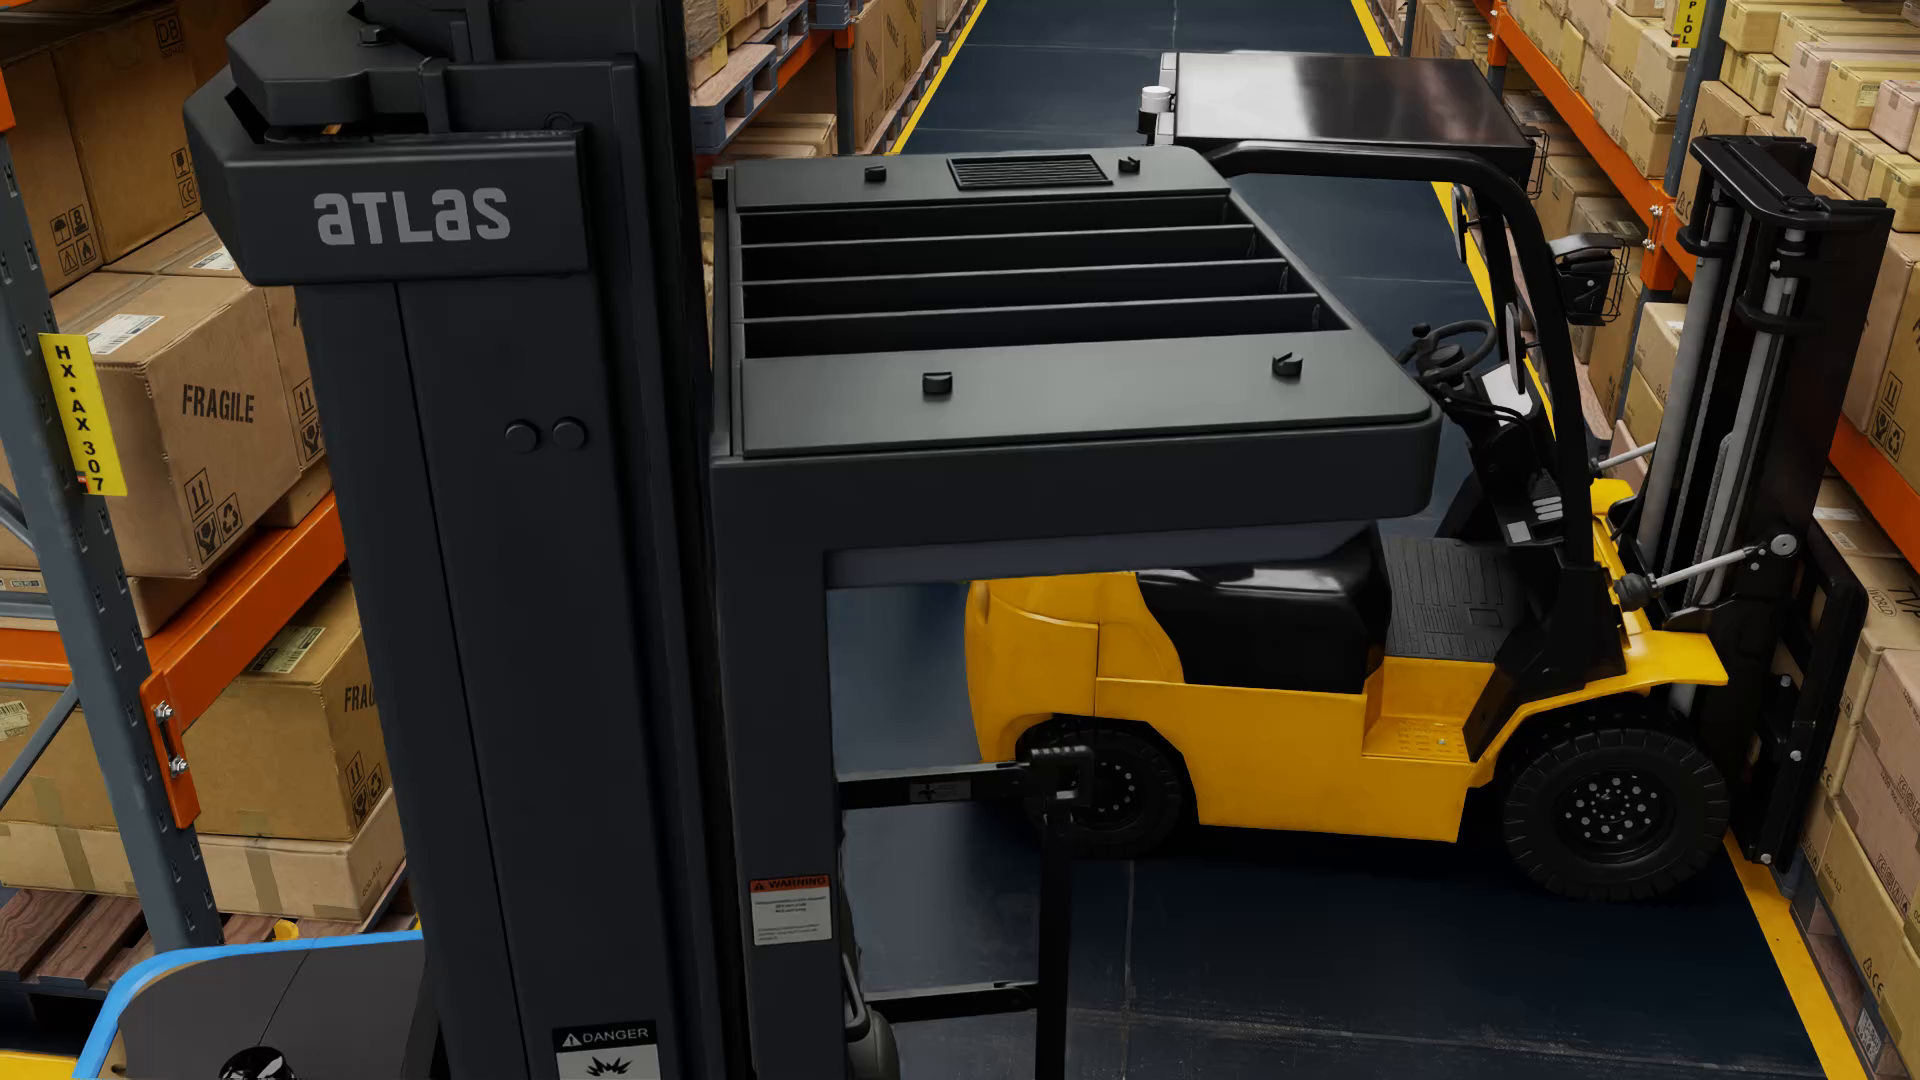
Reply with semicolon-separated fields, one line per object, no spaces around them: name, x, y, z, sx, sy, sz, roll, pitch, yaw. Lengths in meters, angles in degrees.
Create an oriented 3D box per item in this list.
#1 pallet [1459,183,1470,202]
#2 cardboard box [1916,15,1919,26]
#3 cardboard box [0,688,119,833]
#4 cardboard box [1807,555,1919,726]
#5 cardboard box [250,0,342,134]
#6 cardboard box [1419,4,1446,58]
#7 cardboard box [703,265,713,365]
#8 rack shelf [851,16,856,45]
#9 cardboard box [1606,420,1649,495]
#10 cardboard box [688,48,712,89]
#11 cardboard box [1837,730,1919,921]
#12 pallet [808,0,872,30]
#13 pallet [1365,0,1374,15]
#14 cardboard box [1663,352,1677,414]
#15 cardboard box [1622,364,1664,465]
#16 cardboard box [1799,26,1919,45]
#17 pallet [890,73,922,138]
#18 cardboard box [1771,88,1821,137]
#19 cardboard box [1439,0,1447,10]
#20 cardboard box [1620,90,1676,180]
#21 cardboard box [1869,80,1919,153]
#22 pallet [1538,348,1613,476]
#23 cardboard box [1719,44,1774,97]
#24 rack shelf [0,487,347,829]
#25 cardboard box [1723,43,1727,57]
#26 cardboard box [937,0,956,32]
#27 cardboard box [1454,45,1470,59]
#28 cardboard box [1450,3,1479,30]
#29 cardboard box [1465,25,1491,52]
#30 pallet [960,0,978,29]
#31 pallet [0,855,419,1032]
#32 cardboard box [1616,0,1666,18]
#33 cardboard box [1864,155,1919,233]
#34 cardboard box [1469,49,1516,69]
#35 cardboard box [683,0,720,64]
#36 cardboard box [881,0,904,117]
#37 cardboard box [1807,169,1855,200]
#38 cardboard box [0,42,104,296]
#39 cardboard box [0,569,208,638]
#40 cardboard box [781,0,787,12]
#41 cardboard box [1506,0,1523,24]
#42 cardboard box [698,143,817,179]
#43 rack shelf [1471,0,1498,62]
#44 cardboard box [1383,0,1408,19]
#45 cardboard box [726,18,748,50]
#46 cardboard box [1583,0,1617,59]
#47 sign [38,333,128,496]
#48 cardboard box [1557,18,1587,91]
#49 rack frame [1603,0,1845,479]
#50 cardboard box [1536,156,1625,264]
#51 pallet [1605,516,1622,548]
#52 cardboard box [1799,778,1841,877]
pallet;3.860;-2.481;11.133;1.003;0.211;1.213;3;28;6
cardboard box;3.430;-1.654;5.554;0.380;0.149;0.250;3;28;5
cardboard box;-2.337;0.422;4.469;0.500;0.500;0.500;4;29;7
cardboard box;2.606;0.278;4.474;0.500;0.250;0.500;4;29;7
cardboard box;-2.101;-1.460;4.823;0.700;0.500;0.500;3;28;6
cardboard box;3.883;-3.861;12.947;0.500;0.500;0.500;3;28;6
cardboard box;-1.624;-1.039;7.843;0.950;0.372;0.625;4;29;7
rack shelf;-0.951;-4.271;12.274;1.077;0.370;4.000;3;28;6
cardboard box;2.853;-0.243;6.494;0.500;0.250;0.500;4;29;7
cardboard box;-1.304;-2.080;7.270;0.380;0.149;0.250;4;29;7
cardboard box;2.572;0.729;4.164;0.500;0.250;0.500;3;28;6
pallet;-1.177;-3.220;9.767;1.213;0.211;1.003;3;28;6
pallet;4.605;-5.487;16.712;1.003;0.211;1.213;3;28;6
cardboard box;2.798;-0.442;5.810;0.500;0.250;0.500;3;28;6
cardboard box;2.875;-0.462;6.373;0.500;0.250;0.500;3;28;6
cardboard box;2.943;-1.556;5.372;0.380;0.149;0.250;3;28;5
pallet;-0.872;-3.358;12.761;1.003;0.211;1.213;3;28;6
cardboard box;2.803;-1.314;5.236;0.380;0.149;0.250;4;29;7
cardboard box;3.936;-4.203;12.897;0.380;0.149;0.250;2;28;4
cardboard box;3.043;-1.663;6.833;0.500;0.250;0.500;4;29;7
cardboard box;2.828;-1.194;4.700;0.380;0.149;0.250;3;28;6
pallet;3.293;-0.598;7.638;1.003;0.211;1.213;3;28;6
cardboard box;2.941;-1.672;5.901;0.380;0.149;0.250;3;28;5
rack shelf;-1.931;-0.505;5.284;1.077;0.370;4.000;3;28;6
cardboard box;3.062;-1.980;6.474;0.380;0.149;0.250;4;29;8
cardboard box;-0.522;-4.876;14.896;0.875;0.438;0.875;3;28;5
cardboard box;3.703;-3.137;11.603;0.500;0.500;0.500;5;29;8
cardboard box;3.815;-3.841;12.226;0.380;0.149;0.250;4;29;8
cardboard box;3.726;-3.468;11.533;0.380;0.149;0.250;3;28;5
pallet;-0.388;-5.231;16.237;1.003;0.211;1.213;3;28;6
pallet;-2.032;0.931;4.800;1.003;0.211;1.213;3;28;6
cardboard box;3.059;-2.346;7.153;0.380;0.149;0.250;2;28;5
cardboard box;2.732;-0.945;4.552;0.380;0.149;0.250;3;28;5
cardboard box;3.543;-3.107;10.864;0.380;0.149;0.250;2;28;4
cardboard box;-1.344;-2.327;7.046;0.500;0.500;0.500;4;29;7
cardboard box;-0.915;-3.636;12.134;0.875;0.875;0.875;4;29;7
cardboard box;2.819;-0.843;5.046;0.500;0.500;0.500;3;28;6
cardboard box;-2.330;-0.749;3.504;0.700;0.500;0.500;3;28;5
cardboard box;-1.929;0.082;3.700;0.380;0.149;0.250;3;29;6
cardboard box;-1.114;-2.819;8.642;0.380;0.149;0.250;2;28;5
cardboard box;3.434;-3.099;9.498;0.500;0.250;0.500;3;29;6
cardboard box;-1.357;-2.061;9.741;0.950;0.372;0.625;3;28;5
rack shelf;3.976;-3.984;11.742;1.077;0.370;4.000;3;28;6
cardboard box;4.272;-5.039;15.133;0.700;0.500;0.500;2;28;4
cardboard box;-1.233;-2.453;7.963;0.380;0.149;0.250;4;29;7
cardboard box;3.172;-2.360;7.599;0.500;0.250;0.500;4;29;7
sign;-1.637;-0.230;3.102;0.100;0.325;0.005;3;28;6
cardboard box;3.246;-2.376;8.155;0.500;0.250;0.500;4;29;8
rack frame;3.241;-1.477;6.329;1.000;3.000;0.127;3;28;6
cardboard box;3.487;-1.581;8.584;0.875;0.625;0.625;2;28;4
pallet;3.102;0.123;6.300;1.003;0.211;1.213;3;28;6
cardboard box;2.635;0.724;4.701;0.500;0.250;0.500;4;29;7
